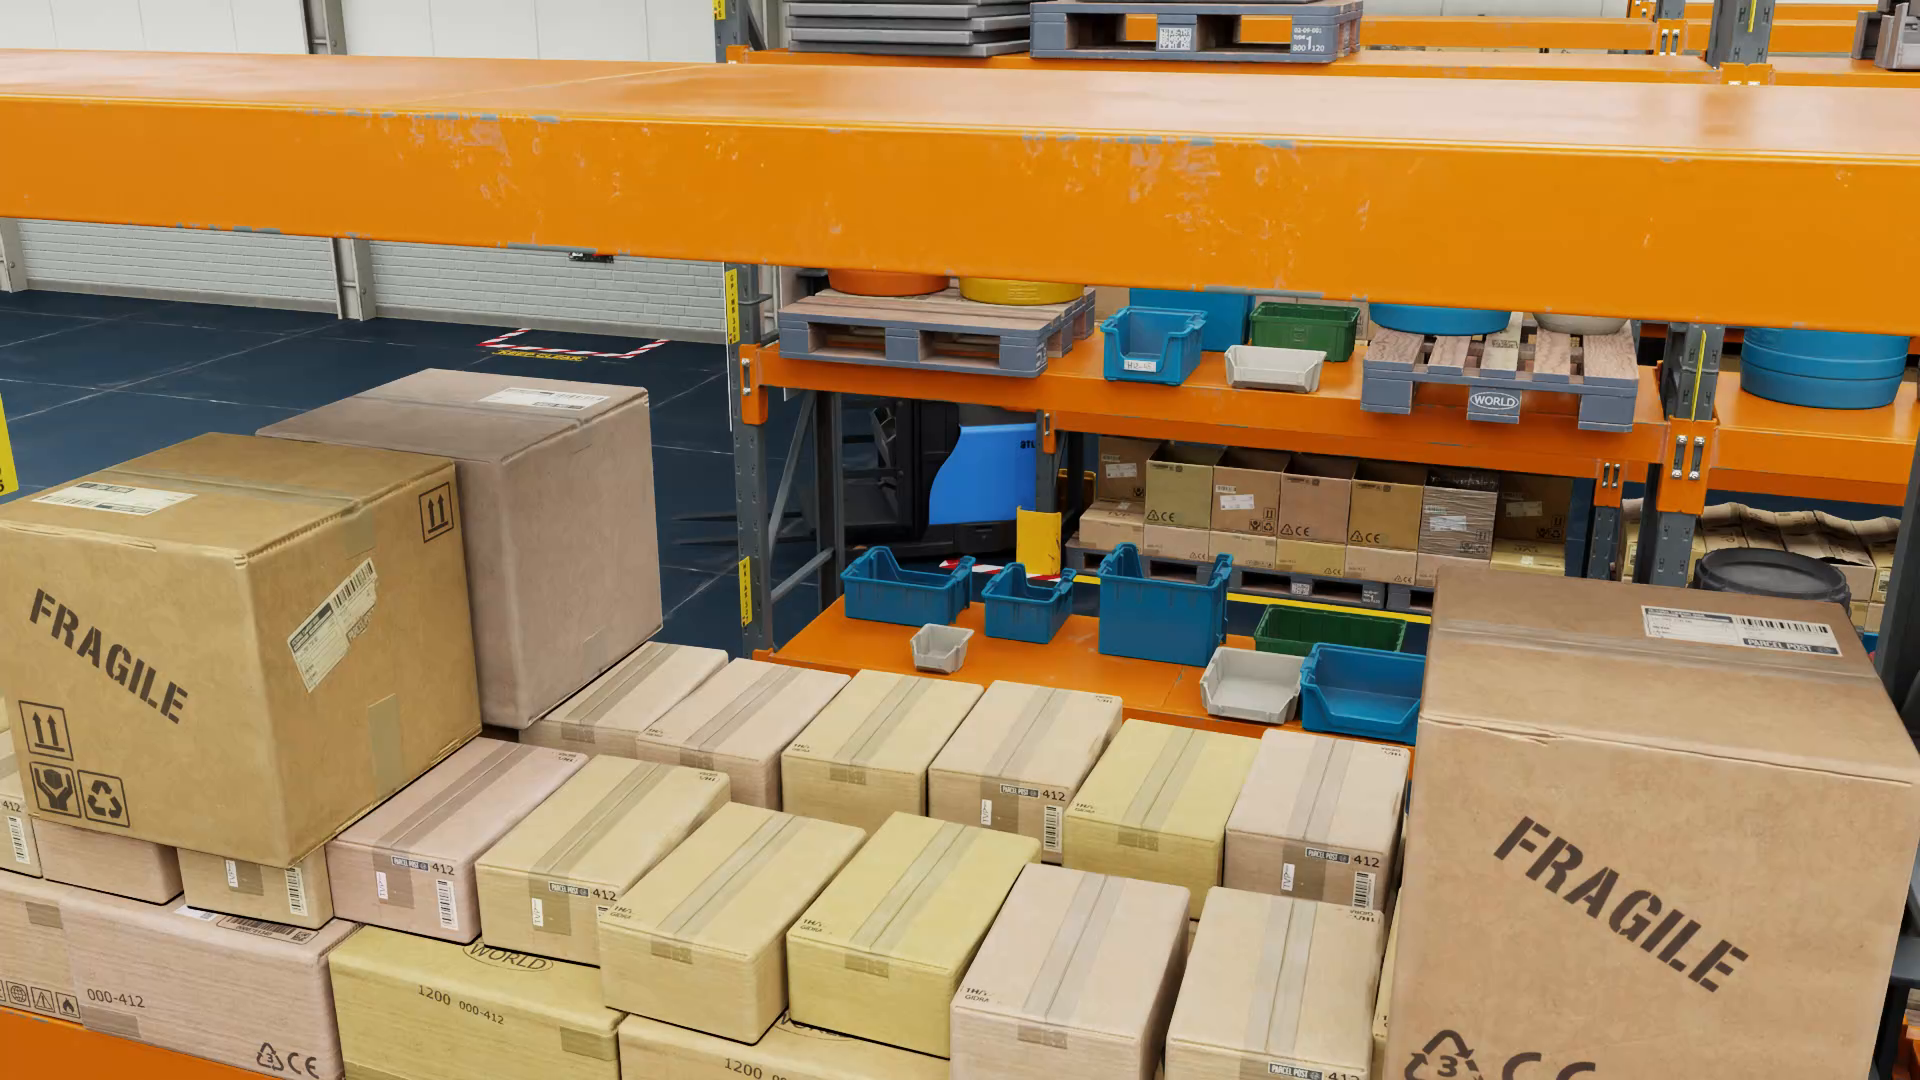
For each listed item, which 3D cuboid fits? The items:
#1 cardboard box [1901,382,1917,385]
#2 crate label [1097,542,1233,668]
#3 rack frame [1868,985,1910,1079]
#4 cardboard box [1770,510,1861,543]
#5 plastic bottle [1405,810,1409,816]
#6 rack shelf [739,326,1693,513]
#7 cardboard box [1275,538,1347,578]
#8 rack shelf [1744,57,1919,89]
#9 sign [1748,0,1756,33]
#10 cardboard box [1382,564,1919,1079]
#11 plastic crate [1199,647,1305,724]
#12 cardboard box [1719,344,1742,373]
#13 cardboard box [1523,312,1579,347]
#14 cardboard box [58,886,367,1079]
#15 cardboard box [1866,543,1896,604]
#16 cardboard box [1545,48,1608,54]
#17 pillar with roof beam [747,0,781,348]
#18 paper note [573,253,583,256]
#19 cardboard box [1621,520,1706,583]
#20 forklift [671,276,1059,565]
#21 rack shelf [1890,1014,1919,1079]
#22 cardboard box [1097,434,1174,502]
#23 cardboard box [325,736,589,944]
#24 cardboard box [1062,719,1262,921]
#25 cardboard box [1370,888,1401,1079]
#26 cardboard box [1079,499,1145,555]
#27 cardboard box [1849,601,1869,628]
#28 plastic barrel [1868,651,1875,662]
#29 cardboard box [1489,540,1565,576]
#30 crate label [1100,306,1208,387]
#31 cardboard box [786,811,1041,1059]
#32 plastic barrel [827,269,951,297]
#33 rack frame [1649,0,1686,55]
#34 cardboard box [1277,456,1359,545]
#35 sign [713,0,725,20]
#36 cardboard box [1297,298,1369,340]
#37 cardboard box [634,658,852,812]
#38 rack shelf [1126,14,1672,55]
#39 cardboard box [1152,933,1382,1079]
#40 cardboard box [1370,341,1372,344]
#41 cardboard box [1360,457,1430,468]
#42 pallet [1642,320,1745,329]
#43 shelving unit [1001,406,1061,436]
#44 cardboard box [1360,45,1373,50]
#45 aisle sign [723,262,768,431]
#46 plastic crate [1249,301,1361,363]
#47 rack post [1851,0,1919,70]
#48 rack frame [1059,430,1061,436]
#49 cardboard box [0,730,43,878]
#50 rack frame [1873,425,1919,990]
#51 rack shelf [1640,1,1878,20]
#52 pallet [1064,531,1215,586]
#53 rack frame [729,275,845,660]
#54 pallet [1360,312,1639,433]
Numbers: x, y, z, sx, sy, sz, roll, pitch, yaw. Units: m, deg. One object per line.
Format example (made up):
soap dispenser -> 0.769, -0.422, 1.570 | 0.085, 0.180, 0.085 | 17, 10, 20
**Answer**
cardboard box -> 6.265, -0.750, 11.017 | 0.500, 0.500, 0.500 | 7, 20, 18
crate label -> 0.994, 0.304, 8.092 | 0.616, 0.435, 0.502 | 7, 20, 18
rack frame -> 1.320, 2.178, 2.770 | 0.127, 3.000, 1.000 | 7, 20, 18
cardboard box -> 6.015, -0.003, 11.714 | 0.500, 0.311, 0.500 | 6, 20, 18
plastic bottle -> 2.141, 1.445, 8.230 | 0.185, 0.351, 0.144 | 6, 20, 16
rack shelf -> 1.056, -0.654, 7.432 | 4.000, 0.370, 1.077 | 7, 20, 18
cardboard box -> 2.646, 0.056, 12.397 | 0.500, 0.250, 0.500 | 7, 20, 18
rack shelf -> 4.835, -1.450, 5.765 | 4.000, 0.370, 1.077 | 7, 20, 18
sign -> 2.754, -1.926, 5.747 | 0.005, 0.325, 0.100 | 7, 20, 18
cardboard box -> 0.811, 0.369, 2.040 | 0.500, 0.500, 0.500 | 6, 20, 16
plastic crate -> 1.328, 0.666, 7.508 | 0.437, 0.136, 0.530 | 7, 20, 18
cardboard box -> 7.314, -1.703, 15.894 | 0.500, 0.250, 0.500 | 6, 20, 17
cardboard box -> 4.153, -1.607, 11.507 | 0.500, 0.500, 0.700 | 7, 20, 18
cardboard box -> -1.132, 0.642, 2.849 | 0.500, 0.250, 0.500 | 6, 20, 18
cardboard box -> 6.336, 0.222, 11.071 | 0.500, 0.311, 0.500 | 7, 20, 20
cardboard box -> 5.634, -4.357, 15.260 | 0.500, 0.500, 0.500 | 5, 20, 13
pillar with roof beam -> -3.717, -5.210, 14.851 | 0.400, 9.000, 9.100 | 7, 20, 18
paper note -> -4.771, -3.619, 20.739 | 0.142, 0.148, 0.016 | 7, 20, 18
cardboard box -> 4.883, 0.056, 11.546 | 0.500, 0.311, 0.500 | 7, 20, 18
forklift -> -0.781, -1.348, 12.989 | 3.031, 2.935, 1.130 | -4, 20, -10
rack shelf -> 3.209, 1.318, 1.775 | 4.000, 0.370, 1.077 | 7, 20, 18
cardboard box -> 1.400, -0.622, 13.204 | 0.500, 0.500, 0.500 | 7, 20, 18
cardboard box -> -0.806, 0.478, 2.714 | 0.250, 0.149, 0.380 | 6, 20, 17
cardboard box -> 0.345, 0.457, 2.773 | 0.250, 0.149, 0.380 | 7, 20, 20
cardboard box -> 0.696, 0.642, 2.242 | 0.250, 0.149, 0.380 | 7, 20, 19
cardboard box -> 1.230, -0.106, 12.863 | 0.500, 0.250, 0.500 | 7, 20, 18
cardboard box -> 5.847, 0.430, 11.325 | 0.500, 0.250, 0.500 | 6, 20, 16
plastic barrel -> 3.777, 0.746, 6.673 | 0.433, 0.535, 0.433 | 0, 19, 0
cardboard box -> 4.065, 0.217, 11.937 | 0.500, 0.250, 0.500 | 7, 20, 18
crate label -> 0.827, -0.835, 7.083 | 0.408, 0.251, 0.502 | 7, 20, 18
cardboard box -> -0.058, 0.569, 2.451 | 0.250, 0.149, 0.380 | 7, 21, 20
plastic barrel -> -0.332, -1.598, 7.756 | 0.708, 0.830, 0.600 | 7, 20, 18
rack frame -> 4.574, -3.734, 10.617 | 0.127, 3.000, 1.000 | 7, 20, 18
cardboard box -> 2.646, -0.298, 12.273 | 0.500, 0.500, 0.500 | 7, 20, 18
sign -> -1.018, -2.357, 6.985 | 0.005, 0.325, 0.100 | 7, 20, 18
cardboard box -> 2.731, -1.770, 11.973 | 0.500, 0.500, 0.700 | 7, 20, 18
cardboard box -> -0.385, 0.367, 3.031 | 0.250, 0.149, 0.380 | 7, 20, 19
rack shelf -> 2.685, -3.422, 11.421 | 4.000, 0.370, 1.077 | 7, 20, 18
cardboard box -> 0.314, 0.805, 2.380 | 0.500, 0.250, 0.500 | 7, 20, 19
cardboard box -> 3.048, -1.355, 11.770 | 0.250, 0.149, 0.380 | 7, 20, 20
cardboard box -> 3.294, -0.411, 12.598 | 0.500, 0.500, 0.500 | 7, 20, 18
pallet -> 6.871, -2.224, 15.690 | 1.213, 0.211, 1.003 | 7, 20, 18
shelving unit -> 0.591, -0.985, 13.359 | 0.503, 2.100, 0.431 | 13, 26, 6
cardboard box -> 3.647, -4.580, 15.901 | 0.500, 0.500, 0.500 | 7, 20, 20
aisle sign -> -0.997, -0.938, 7.760 | 0.004, 0.787, 0.394 | 7, 20, 18
plastic crate -> 1.544, -0.933, 7.461 | 0.450, 0.188, 0.336 | 7, 20, 18
rack post -> 4.834, -2.103, 5.634 | 3.121, 1.000, 1.013 | 7, 20, 18
rack frame -> 0.827, -0.930, 13.332 | 0.015, 2.100, 0.400 | 13, 26, 6
cardboard box -> -1.548, 0.413, 2.900 | 0.250, 0.149, 0.380 | 7, 21, 20
rack frame -> 1.320, -0.654, 1.782 | 0.127, 3.000, 1.000 | 7, 20, 18
rack shelf -> 8.086, -4.530, 14.602 | 4.000, 0.370, 1.077 | 7, 20, 18
pallet -> 1.532, 0.053, 13.104 | 1.213, 0.211, 1.003 | 7, 20, 18
rack frame -> -0.833, 0.206, 8.427 | 0.127, 3.000, 1.000 | 7, 20, 18
pallet -> 2.232, -0.736, 6.862 | 1.003, 0.211, 1.213 | 7, 20, 18
